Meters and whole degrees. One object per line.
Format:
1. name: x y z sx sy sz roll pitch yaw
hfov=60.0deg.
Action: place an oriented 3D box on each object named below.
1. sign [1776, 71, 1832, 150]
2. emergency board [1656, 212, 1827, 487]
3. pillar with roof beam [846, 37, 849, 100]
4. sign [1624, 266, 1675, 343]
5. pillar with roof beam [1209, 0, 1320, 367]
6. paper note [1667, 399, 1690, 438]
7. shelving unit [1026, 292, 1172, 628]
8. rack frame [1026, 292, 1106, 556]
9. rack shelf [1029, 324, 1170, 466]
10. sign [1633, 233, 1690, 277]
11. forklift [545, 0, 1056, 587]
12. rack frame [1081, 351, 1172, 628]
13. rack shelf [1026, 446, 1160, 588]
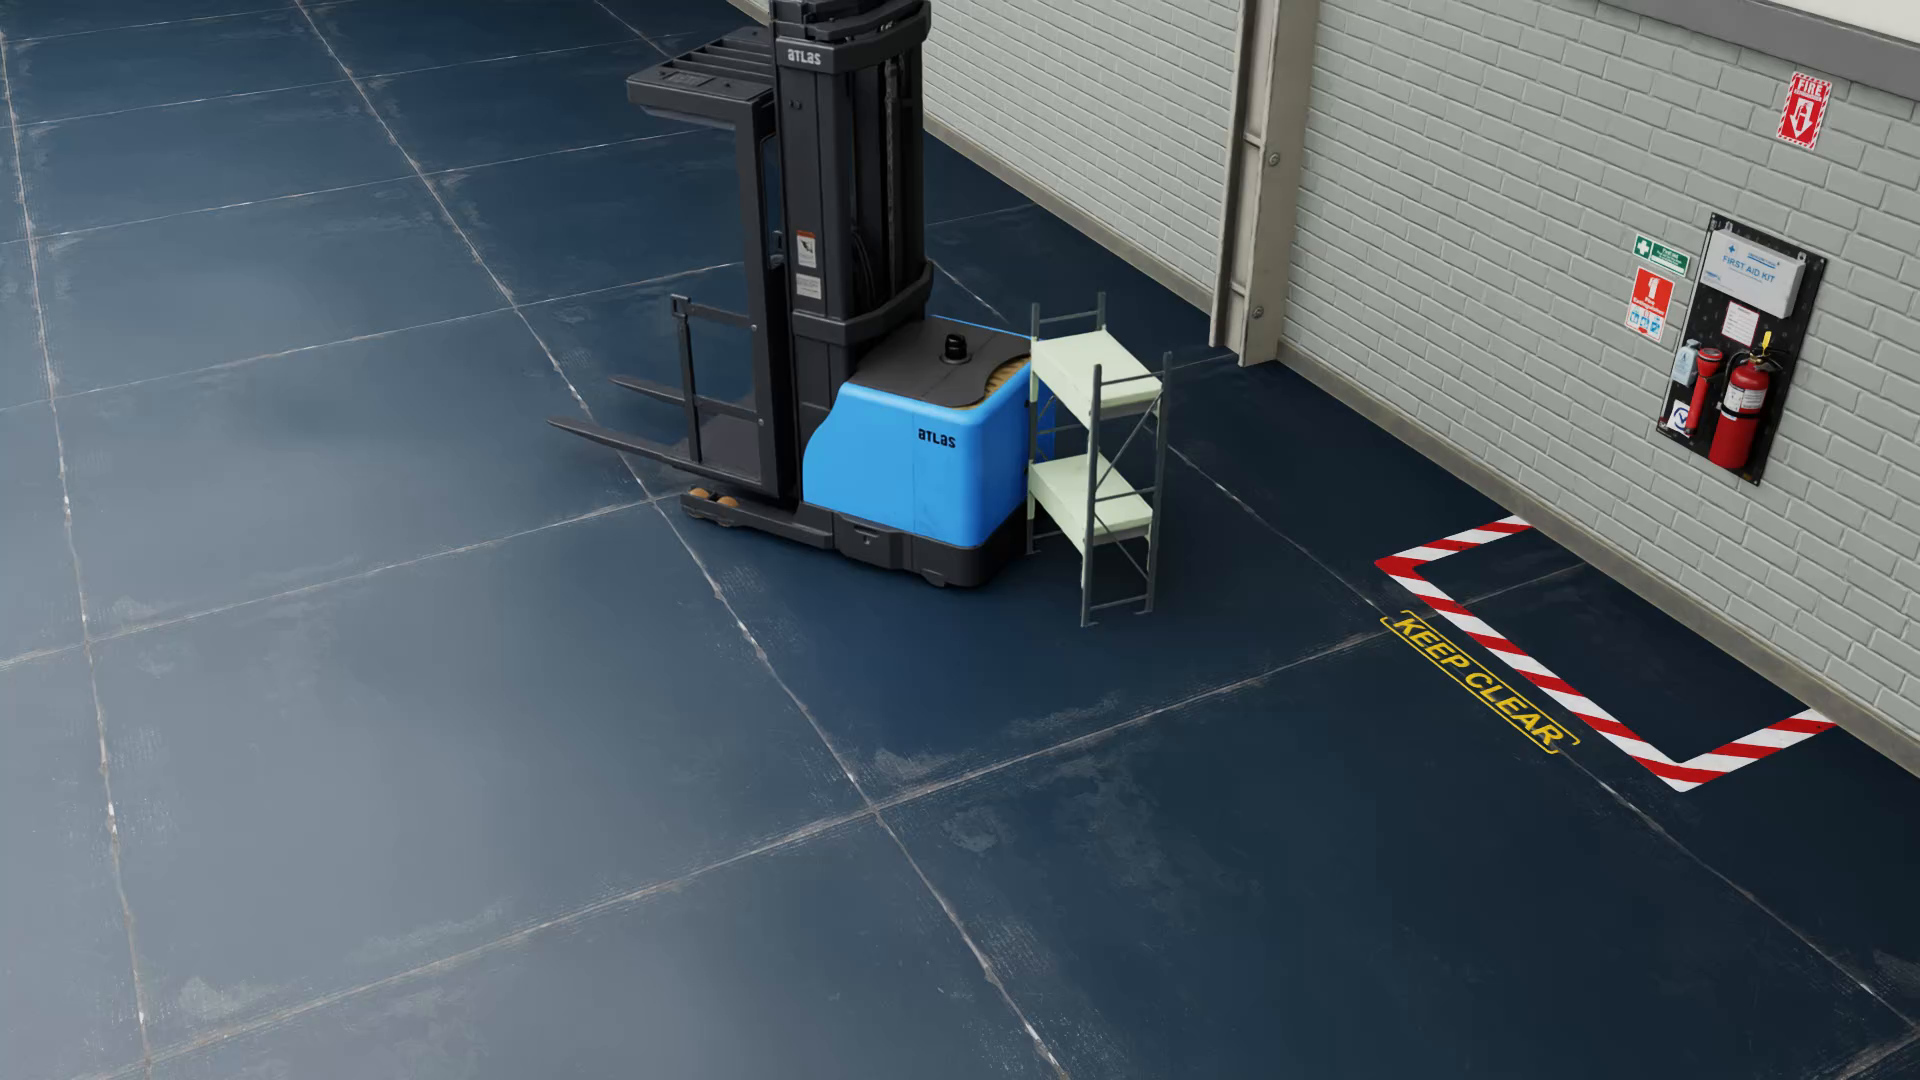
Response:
1. sign: 3.687 -1.876 7.267 0.001 0.298 0.199 -16 36 -23
2. emergency board: 3.602 -0.871 7.847 0.194 1.169 0.643 -16 36 -23
3. pillar with roof beam: -4.683 -6.852 11.622 9.100 9.000 0.400 -16 36 -23
4. sign: 3.436 -1.176 8.290 0.001 0.329 0.234 -16 36 -23
5. pillar with roof beam: -1.885 -3.989 7.152 9.100 9.000 0.400 -16 36 -23
6. paper note: 3.581 -0.602 8.244 0.016 0.148 0.142 -16 36 -23
7. shelving unit: 0.684 -0.404 8.510 0.431 1.500 0.755 -12 34 -18
8. rack frame: 0.552 -0.589 8.797 0.400 1.500 0.023 -12 34 -18
9. rack shelf: 0.684 -0.733 8.299 0.431 0.370 0.720 -12 34 -18
10. sign: 3.430 -1.394 8.140 0.001 0.109 0.331 -16 36 -23
11. forklift: -1.005 -1.542 8.959 3.031 2.935 1.130 16 36 23
12. rack frame: 0.816 -0.220 8.222 0.400 1.500 0.023 -12 34 -18
13. rack shelf: 0.684 -0.130 8.685 0.431 0.370 0.720 -12 34 -18
